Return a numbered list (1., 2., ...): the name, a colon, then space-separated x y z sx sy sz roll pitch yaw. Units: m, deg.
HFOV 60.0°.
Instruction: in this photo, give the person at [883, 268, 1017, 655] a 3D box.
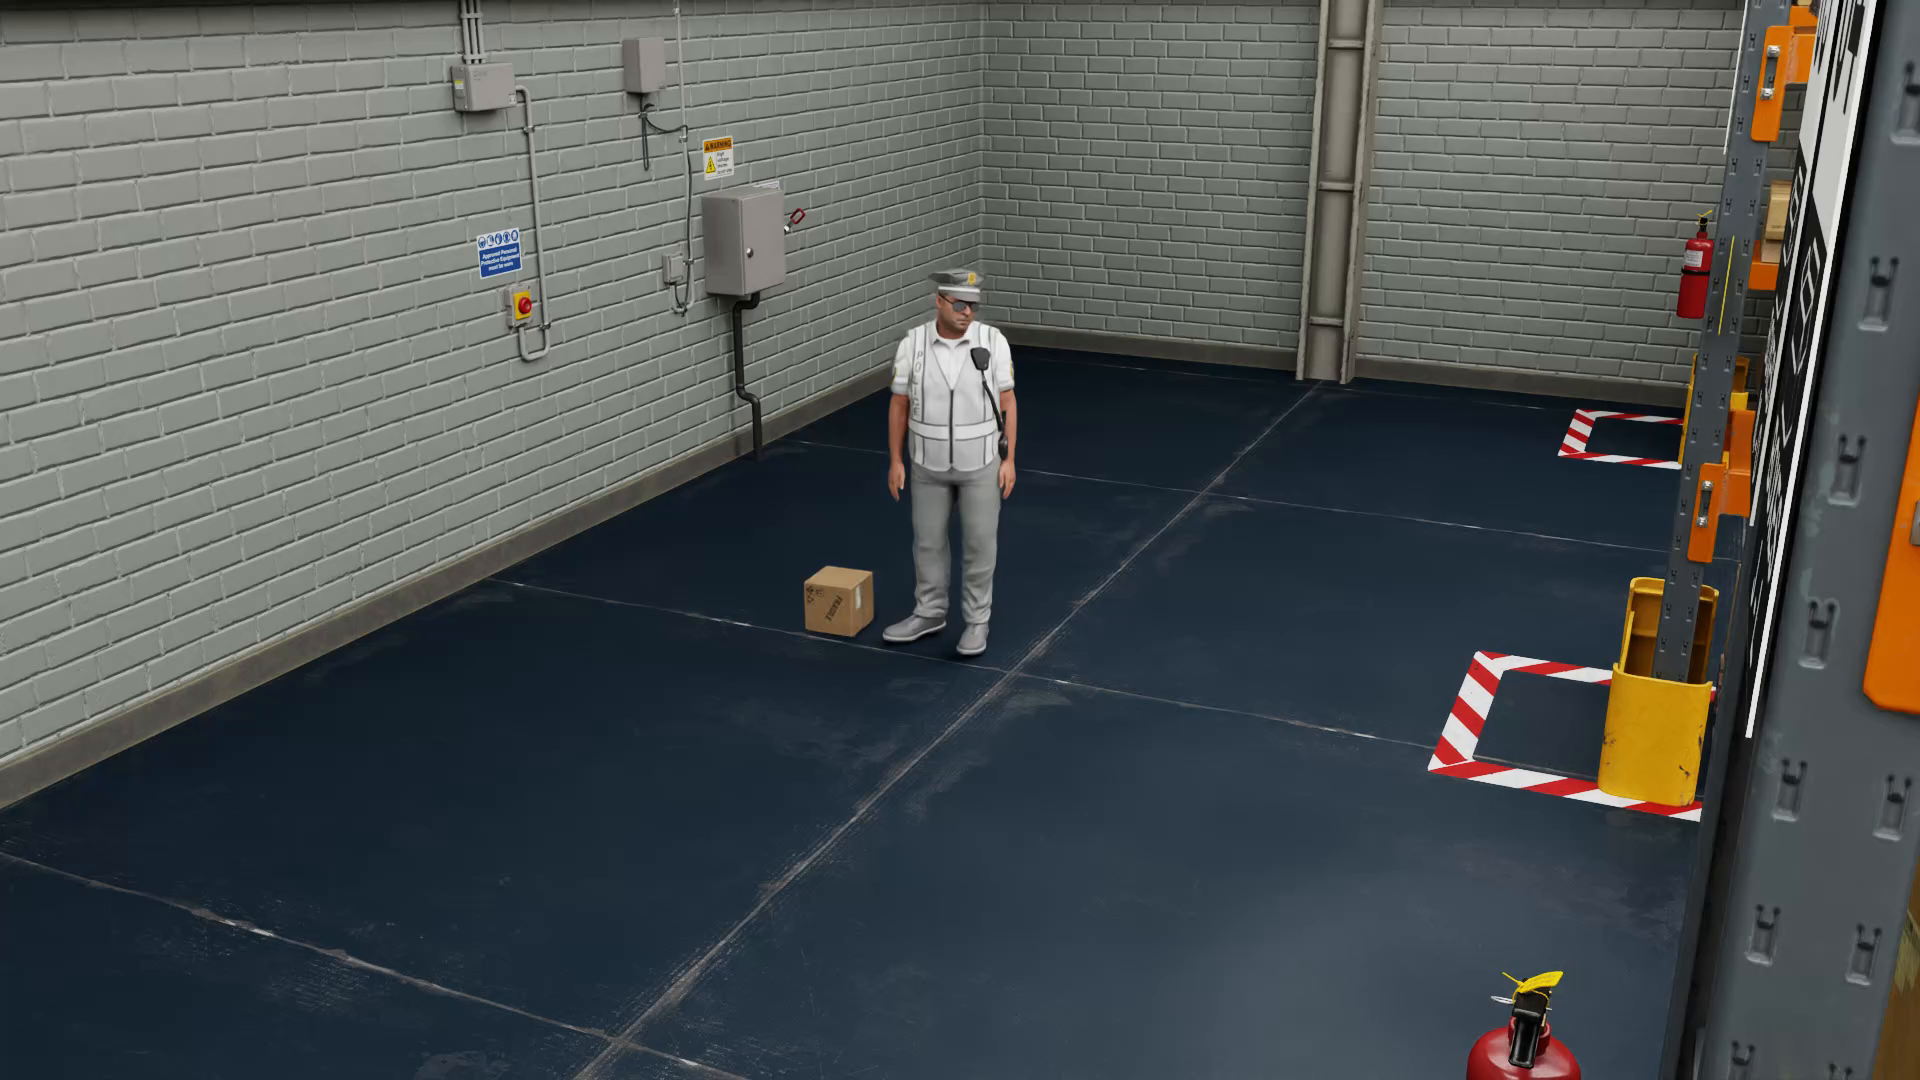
1. person: -0.057 -0.351 7.507 0.615 1.760 0.399 2 19 6
